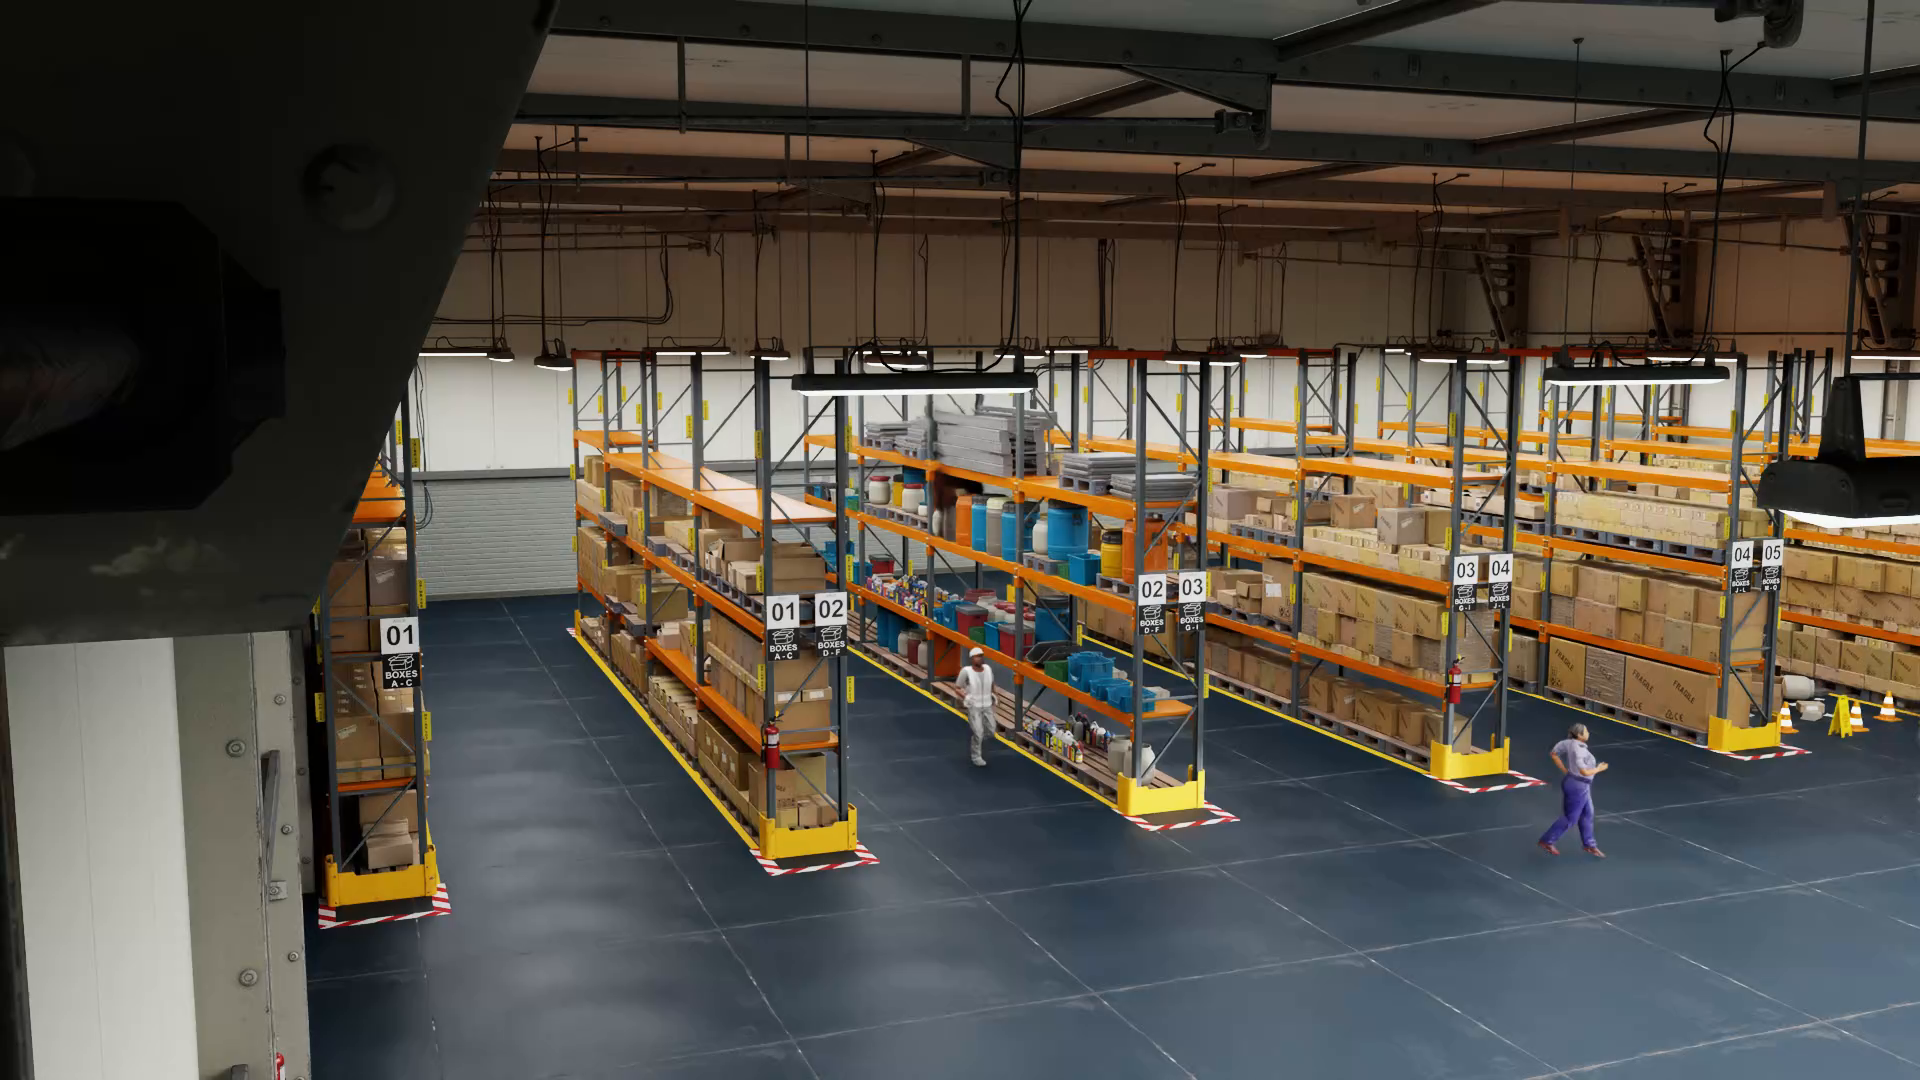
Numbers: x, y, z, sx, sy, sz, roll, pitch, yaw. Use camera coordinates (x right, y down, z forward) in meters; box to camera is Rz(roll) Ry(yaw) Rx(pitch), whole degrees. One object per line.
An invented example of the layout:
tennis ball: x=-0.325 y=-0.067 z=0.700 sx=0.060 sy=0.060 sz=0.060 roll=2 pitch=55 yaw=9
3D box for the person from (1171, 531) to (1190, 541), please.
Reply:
person: x=5.339 y=0.403 z=40.722 sx=0.716 sy=1.770 sz=0.848 roll=6 pitch=10 yaw=42

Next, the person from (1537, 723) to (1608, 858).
person: x=7.401 y=3.026 z=20.017 sx=0.838 sy=1.687 sz=0.598 roll=1 pitch=7 yaw=7

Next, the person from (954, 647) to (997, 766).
person: x=0.257 y=2.431 z=24.379 sx=0.679 sy=1.732 sz=0.616 roll=-4 pitch=8 yaw=-27
